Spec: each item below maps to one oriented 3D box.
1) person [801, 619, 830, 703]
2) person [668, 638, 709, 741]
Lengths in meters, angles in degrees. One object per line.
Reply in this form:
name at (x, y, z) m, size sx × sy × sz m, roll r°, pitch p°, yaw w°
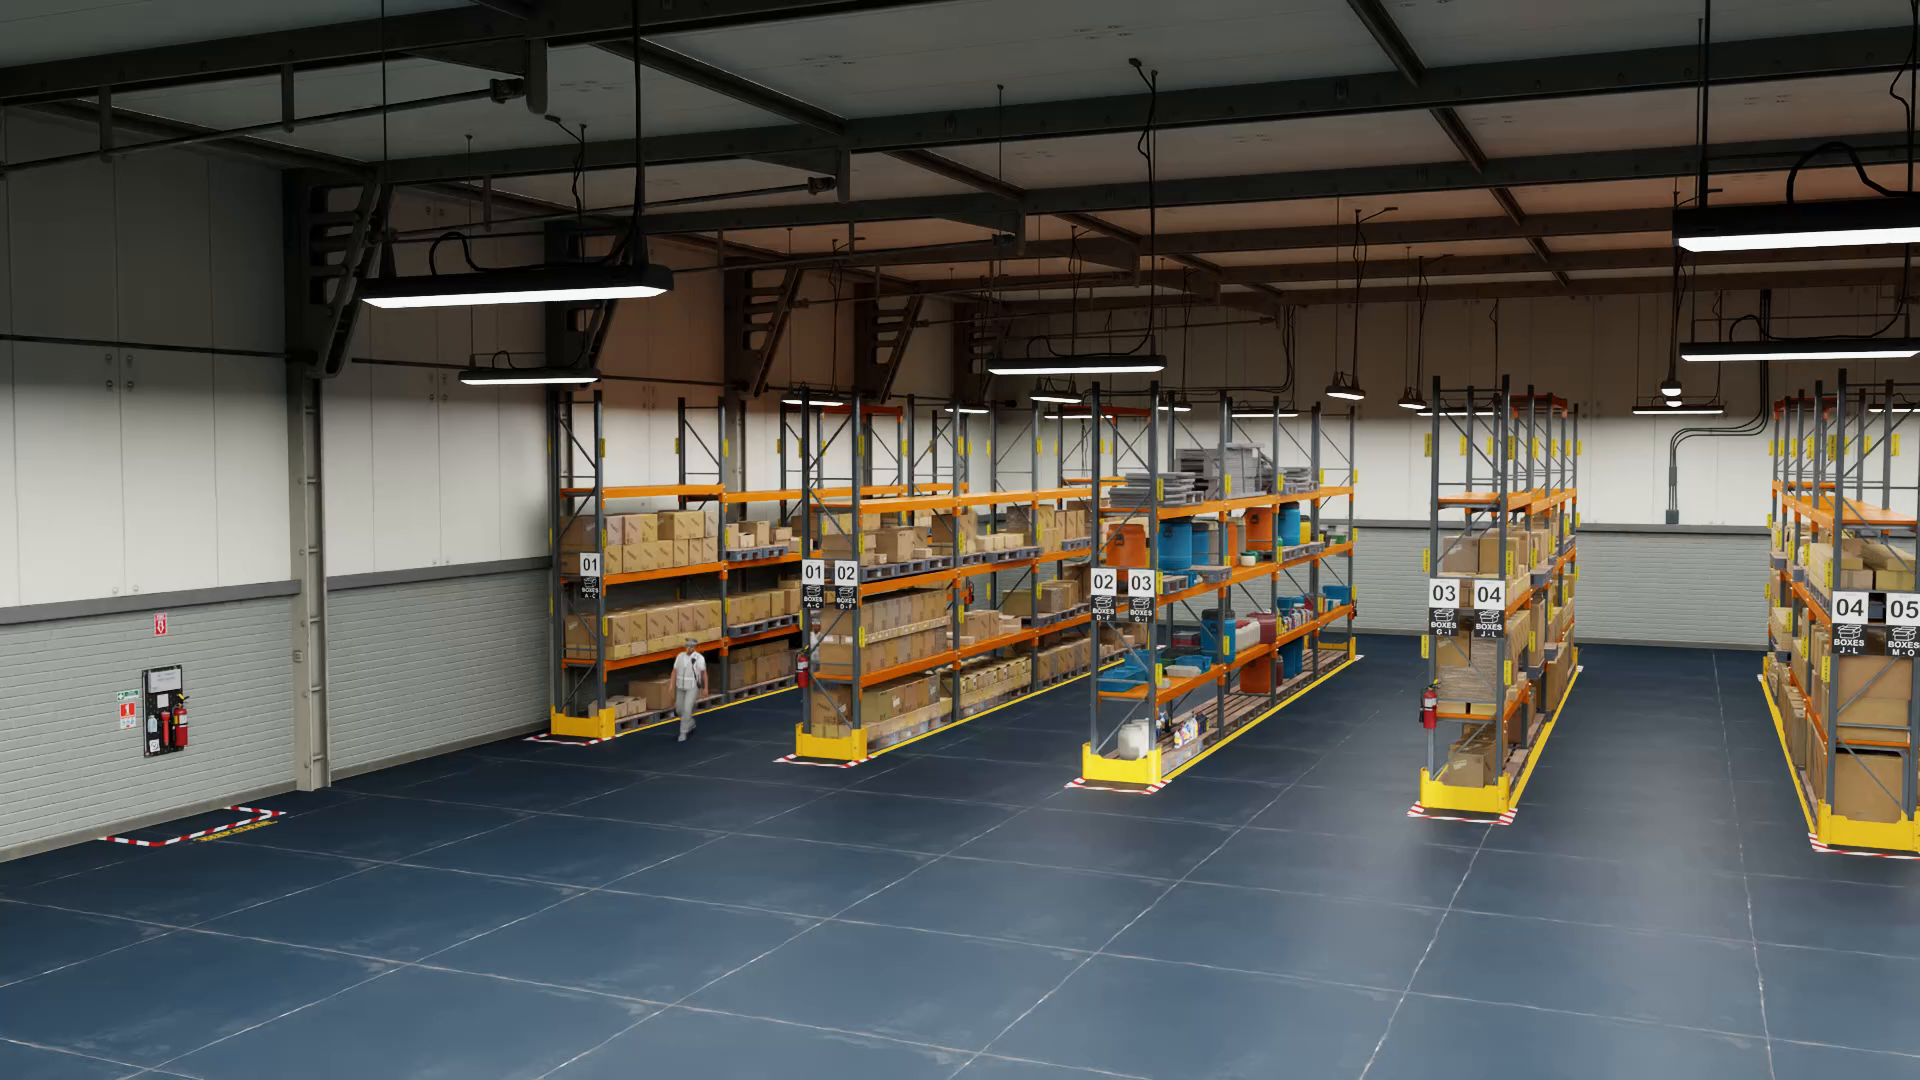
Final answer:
person at (-2.828, 2.352, 32.777) m, size 0.493 × 1.617 × 1.049 m, roll 1°, pitch 3°, yaw 12°
person at (-4.698, 2.563, 28.802) m, size 0.624 × 1.772 × 0.786 m, roll 1°, pitch 3°, yaw 15°
